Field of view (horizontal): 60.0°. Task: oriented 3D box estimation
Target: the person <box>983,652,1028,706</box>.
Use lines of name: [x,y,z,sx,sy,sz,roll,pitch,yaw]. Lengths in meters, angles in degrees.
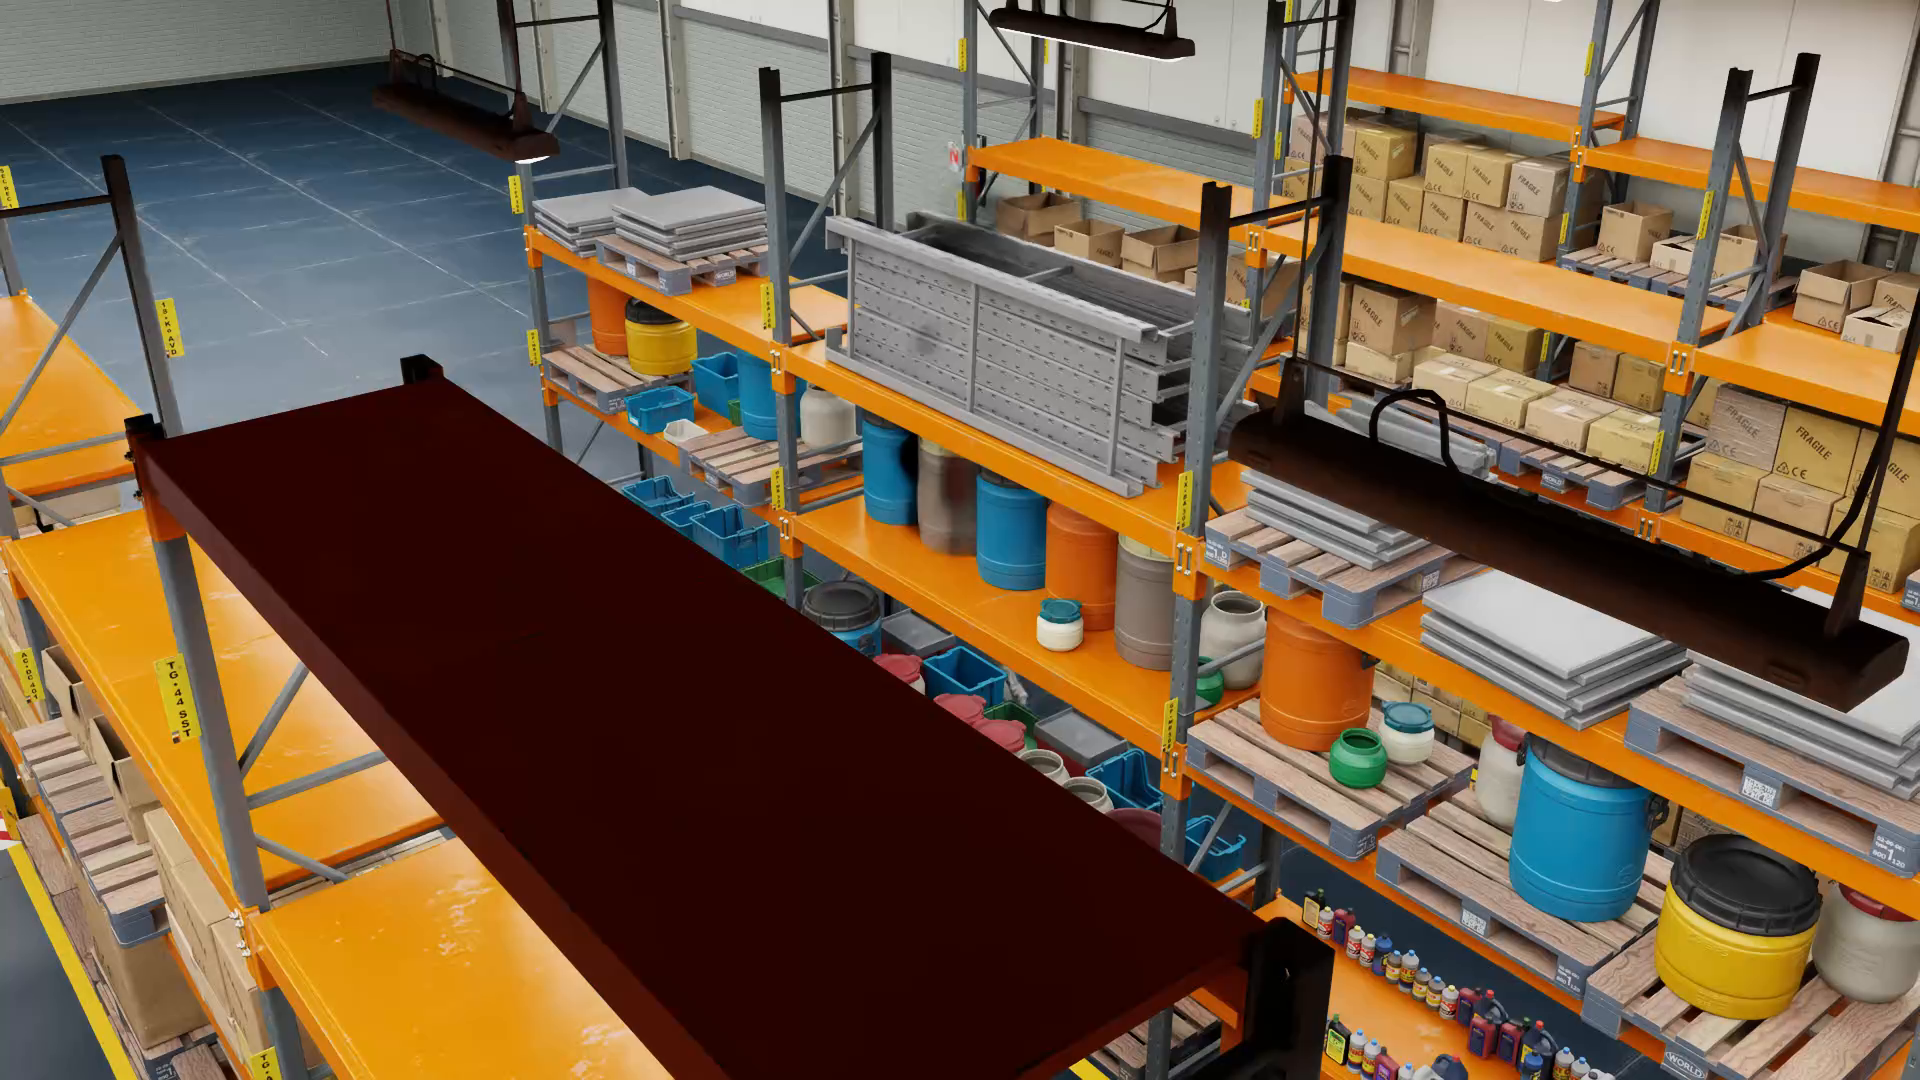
person: [0.306,0.822,14.663,0.599,1.666,0.543,-19,32,-34]
